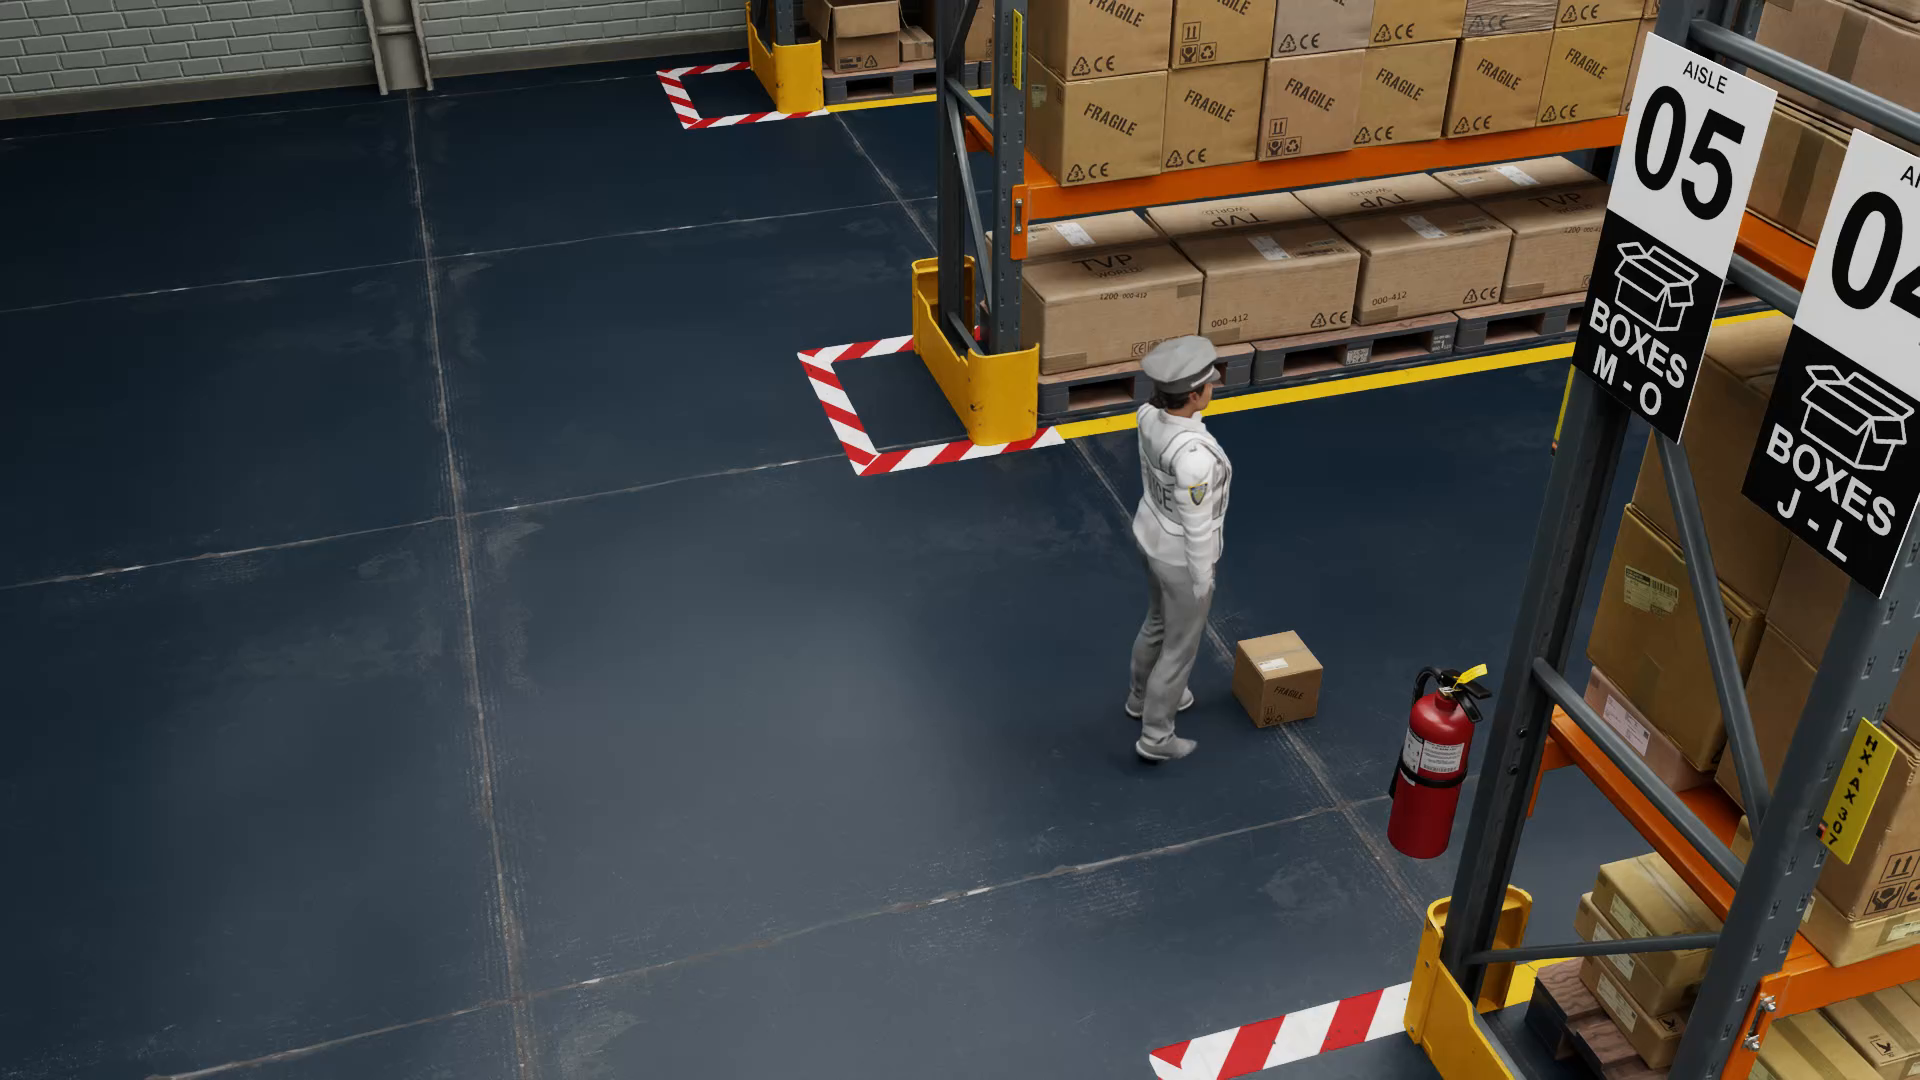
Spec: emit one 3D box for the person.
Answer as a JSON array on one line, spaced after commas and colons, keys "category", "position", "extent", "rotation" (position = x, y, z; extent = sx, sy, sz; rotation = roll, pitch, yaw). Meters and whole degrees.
[{"category": "person", "position": [0.791, 0.047, 6.095], "extent": [0.347, 1.723, 0.468], "rotation": [-9, 35, -14]}]
